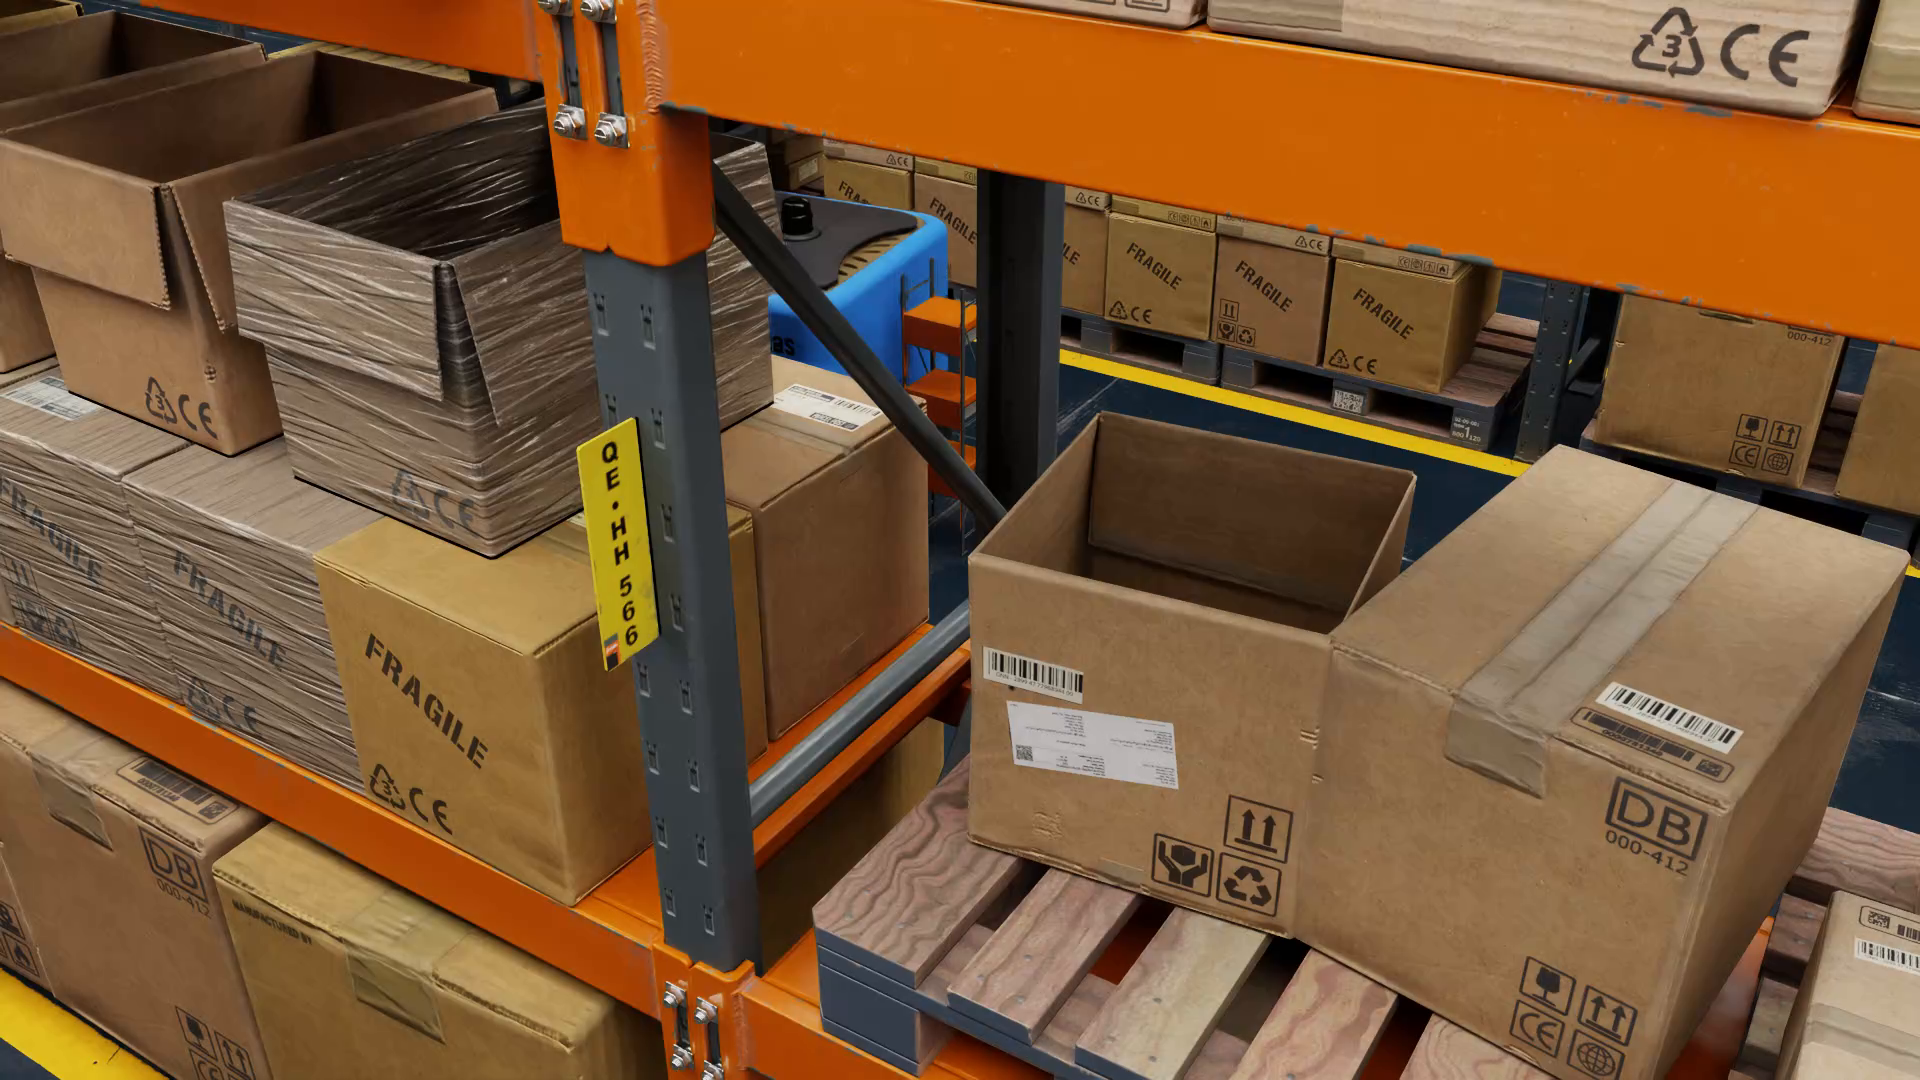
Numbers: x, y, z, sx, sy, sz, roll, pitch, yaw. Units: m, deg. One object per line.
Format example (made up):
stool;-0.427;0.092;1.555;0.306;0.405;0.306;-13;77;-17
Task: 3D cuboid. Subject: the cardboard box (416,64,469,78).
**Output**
cardboard box;-3.002;-2.629;9.601;0.250;0.149;0.380;19;35;29

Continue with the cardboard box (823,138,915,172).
cardboard box;-0.319;-2.004;8.029;0.500;0.250;0.500;16;34;25

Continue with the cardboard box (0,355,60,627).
cardboard box;-1.980;-0.208;3.531;0.500;0.500;0.500;18;35;28

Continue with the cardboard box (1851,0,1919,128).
cardboard box;0.999;-0.453;1.222;0.500;0.250;0.500;18;35;28

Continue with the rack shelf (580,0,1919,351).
rack shelf;1.555;-0.177;1.314;4.000;0.370;1.077;18;35;27

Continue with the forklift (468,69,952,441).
forklift;-1.590;-1.639;6.151;3.031;2.935;1.130;13;33;21

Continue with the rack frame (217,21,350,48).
rack frame;-4.192;-3.961;10.063;0.127;3.000;1.000;18;35;27

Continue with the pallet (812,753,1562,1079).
pallet;0.521;0.500;2.606;1.003;0.211;1.213;18;35;27

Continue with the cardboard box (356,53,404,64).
cardboard box;-3.486;-2.738;9.789;0.250;0.149;0.380;17;35;27

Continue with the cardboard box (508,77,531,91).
cardboard box;-2.540;-2.512;9.401;0.250;0.149;0.380;18;35;27

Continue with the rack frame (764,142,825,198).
rack frame;-0.804;-2.890;8.226;0.127;3.000;1.000;18;35;27

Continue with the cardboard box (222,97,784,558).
cardboard box;-0.749;-0.407;2.877;0.637;0.503;0.797;19;35;29

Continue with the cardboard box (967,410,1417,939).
cardboard box;0.340;0.175;2.458;0.500;0.500;0.500;13;33;21

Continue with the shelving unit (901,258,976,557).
shelving unit;-0.045;-0.468;6.010;0.252;1.050;0.215;18;35;27

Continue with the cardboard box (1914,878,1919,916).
cardboard box;1.417;0.480;2.167;0.258;0.266;0.396;17;34;26

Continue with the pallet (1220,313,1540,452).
pallet;1.923;-0.824;7.452;1.213;0.211;1.003;18;35;27

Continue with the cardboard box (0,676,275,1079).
cardboard box;-1.463;0.572;3.984;0.875;0.875;1.225;18;35;27

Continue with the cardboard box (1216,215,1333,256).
cardboard box;1.431;-1.446;7.071;0.500;0.250;0.500;18;35;28

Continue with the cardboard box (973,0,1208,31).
cardboard box;0.124;-0.724;1.687;0.500;0.250;0.500;18;35;28

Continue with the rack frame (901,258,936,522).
rack frame;-0.149;-0.500;6.066;0.008;1.050;0.200;18;35;27

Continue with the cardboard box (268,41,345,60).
cardboard box;-3.929;-2.883;10.037;0.250;0.149;0.380;16;34;25

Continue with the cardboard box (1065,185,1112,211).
cardboard box;0.563;-1.724;7.549;0.500;0.250;0.500;19;35;29

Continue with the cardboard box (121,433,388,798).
cardboard box;-1.108;0.066;3.061;0.500;0.500;0.500;17;34;27

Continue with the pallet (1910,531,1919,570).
pallet;4.241;-0.043;6.114;1.213;0.211;1.003;18;35;27

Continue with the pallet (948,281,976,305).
pallet;-0.144;-1.477;8.573;1.213;0.211;1.003;18;35;27

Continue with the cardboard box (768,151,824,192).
cardboard box;-0.942;-2.074;9.241;0.250;0.149;0.380;16;34;25

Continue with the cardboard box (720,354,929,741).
cardboard box;-0.406;-0.018;3.204;0.500;0.500;0.500;19;35;29

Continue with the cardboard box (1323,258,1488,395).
cardboard box;1.887;-0.984;7.025;0.500;0.500;0.500;17;34;27

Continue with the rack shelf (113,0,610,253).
rack shelf;-1.833;-1.249;3.151;4.000;0.370;1.077;18;35;27

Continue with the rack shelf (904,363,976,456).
rack shelf;-0.045;-0.459;6.015;0.240;0.259;0.215;18;35;27

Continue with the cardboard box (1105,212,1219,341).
cardboard box;0.993;-1.260;7.497;0.500;0.500;0.500;16;34;25

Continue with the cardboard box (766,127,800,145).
cardboard box;-0.986;-2.277;8.999;0.250;0.149;0.380;19;35;29

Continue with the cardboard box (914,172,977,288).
cardboard box;0.130;-1.539;7.975;0.500;0.500;0.500;19;35;29

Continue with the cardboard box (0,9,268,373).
cardboard box;-1.871;-0.760;3.481;0.637;0.503;0.797;19;35;29

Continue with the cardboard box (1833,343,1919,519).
cardboard box;3.794;-0.593;6.106;0.750;0.750;1.050;18;35;28

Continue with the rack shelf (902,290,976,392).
rack shelf;-0.045;-0.704;5.872;0.240;0.259;0.215;18;35;27
